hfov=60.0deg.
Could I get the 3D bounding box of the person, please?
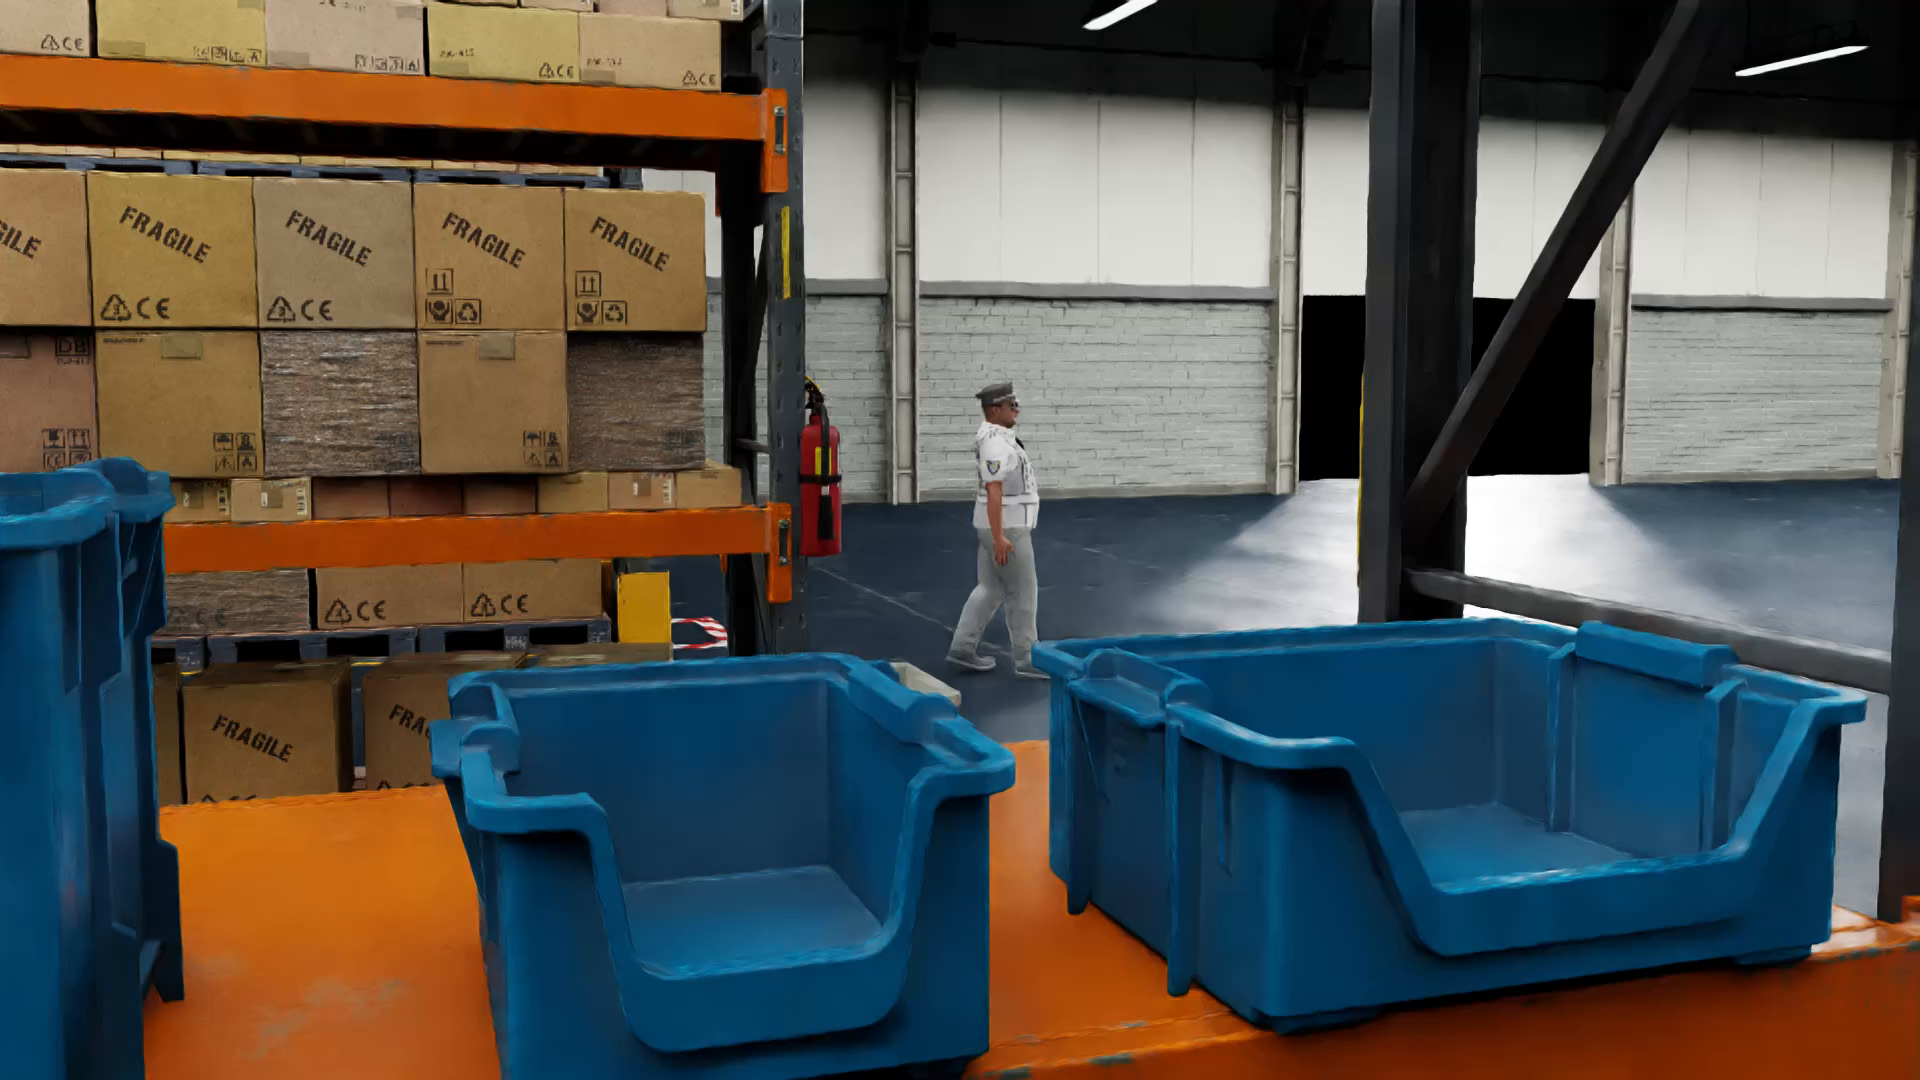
[{"bbox_3d":[0.284,-0.072,9.879,0.735,1.755,0.570,0,6,-4],"label":"person"}]
